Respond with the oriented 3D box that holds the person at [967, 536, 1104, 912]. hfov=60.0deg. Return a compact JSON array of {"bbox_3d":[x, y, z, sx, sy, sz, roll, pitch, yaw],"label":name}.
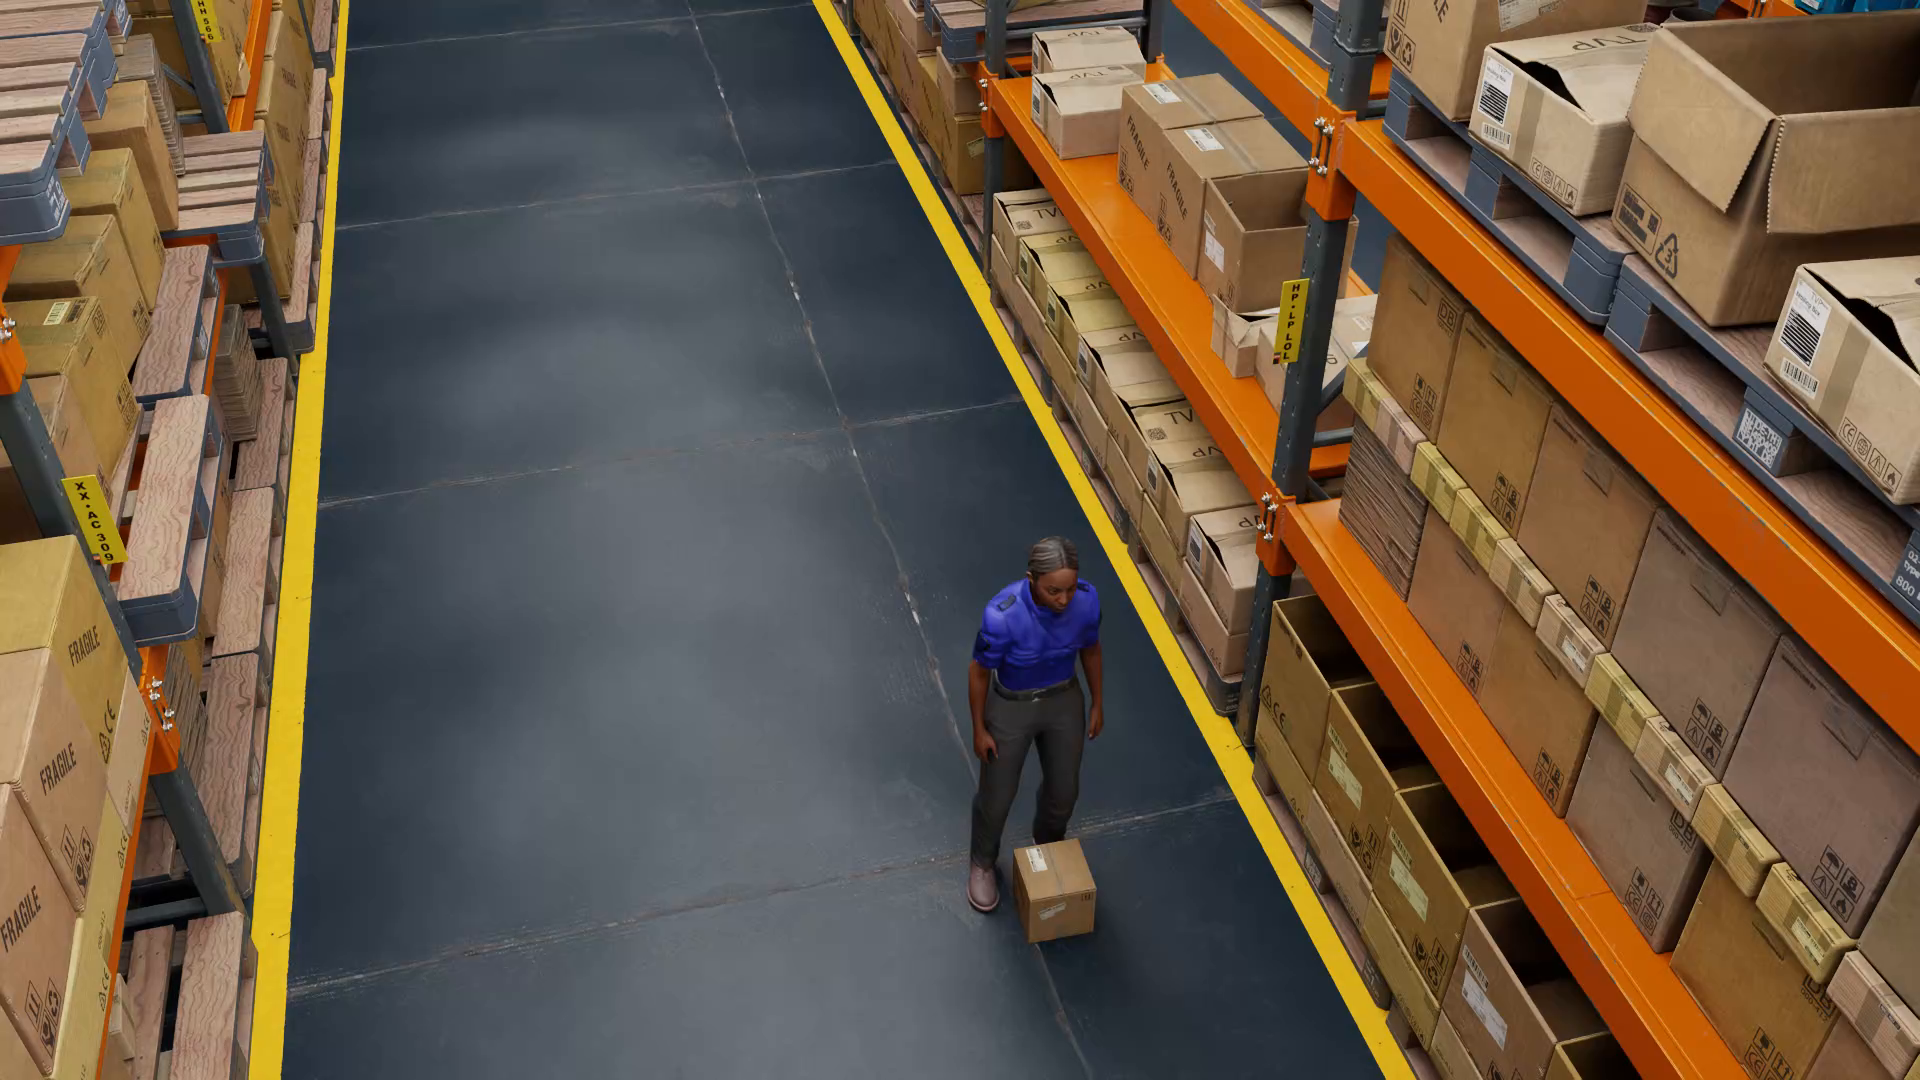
[{"bbox_3d":[0.260,0.623,5.931,0.531,1.656,0.346,-11,40,-14],"label":"person"}]
